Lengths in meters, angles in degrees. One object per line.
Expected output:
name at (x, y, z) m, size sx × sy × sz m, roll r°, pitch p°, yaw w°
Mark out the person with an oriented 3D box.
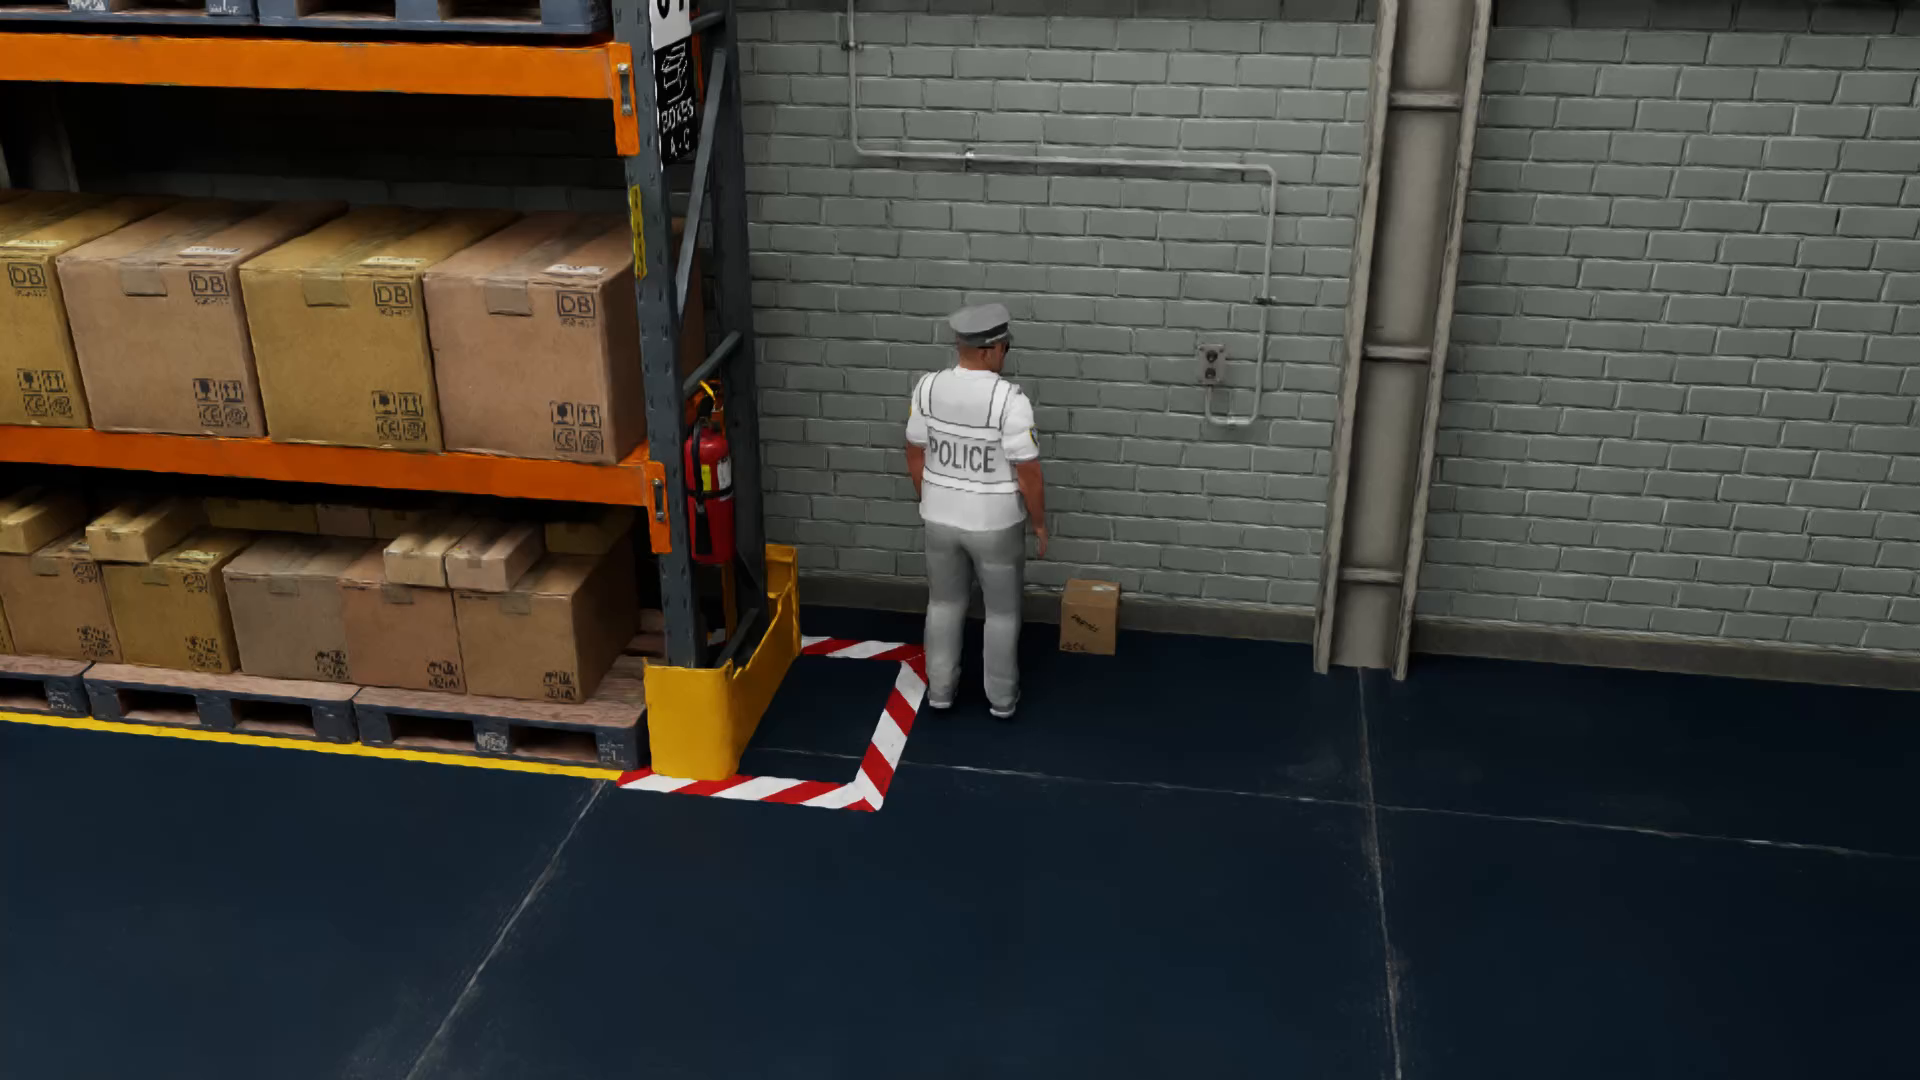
person at (0.077, -0.078, 6.761) m, size 0.588 × 1.807 × 0.441 m, roll 12°, pitch 27°, yaw 24°
